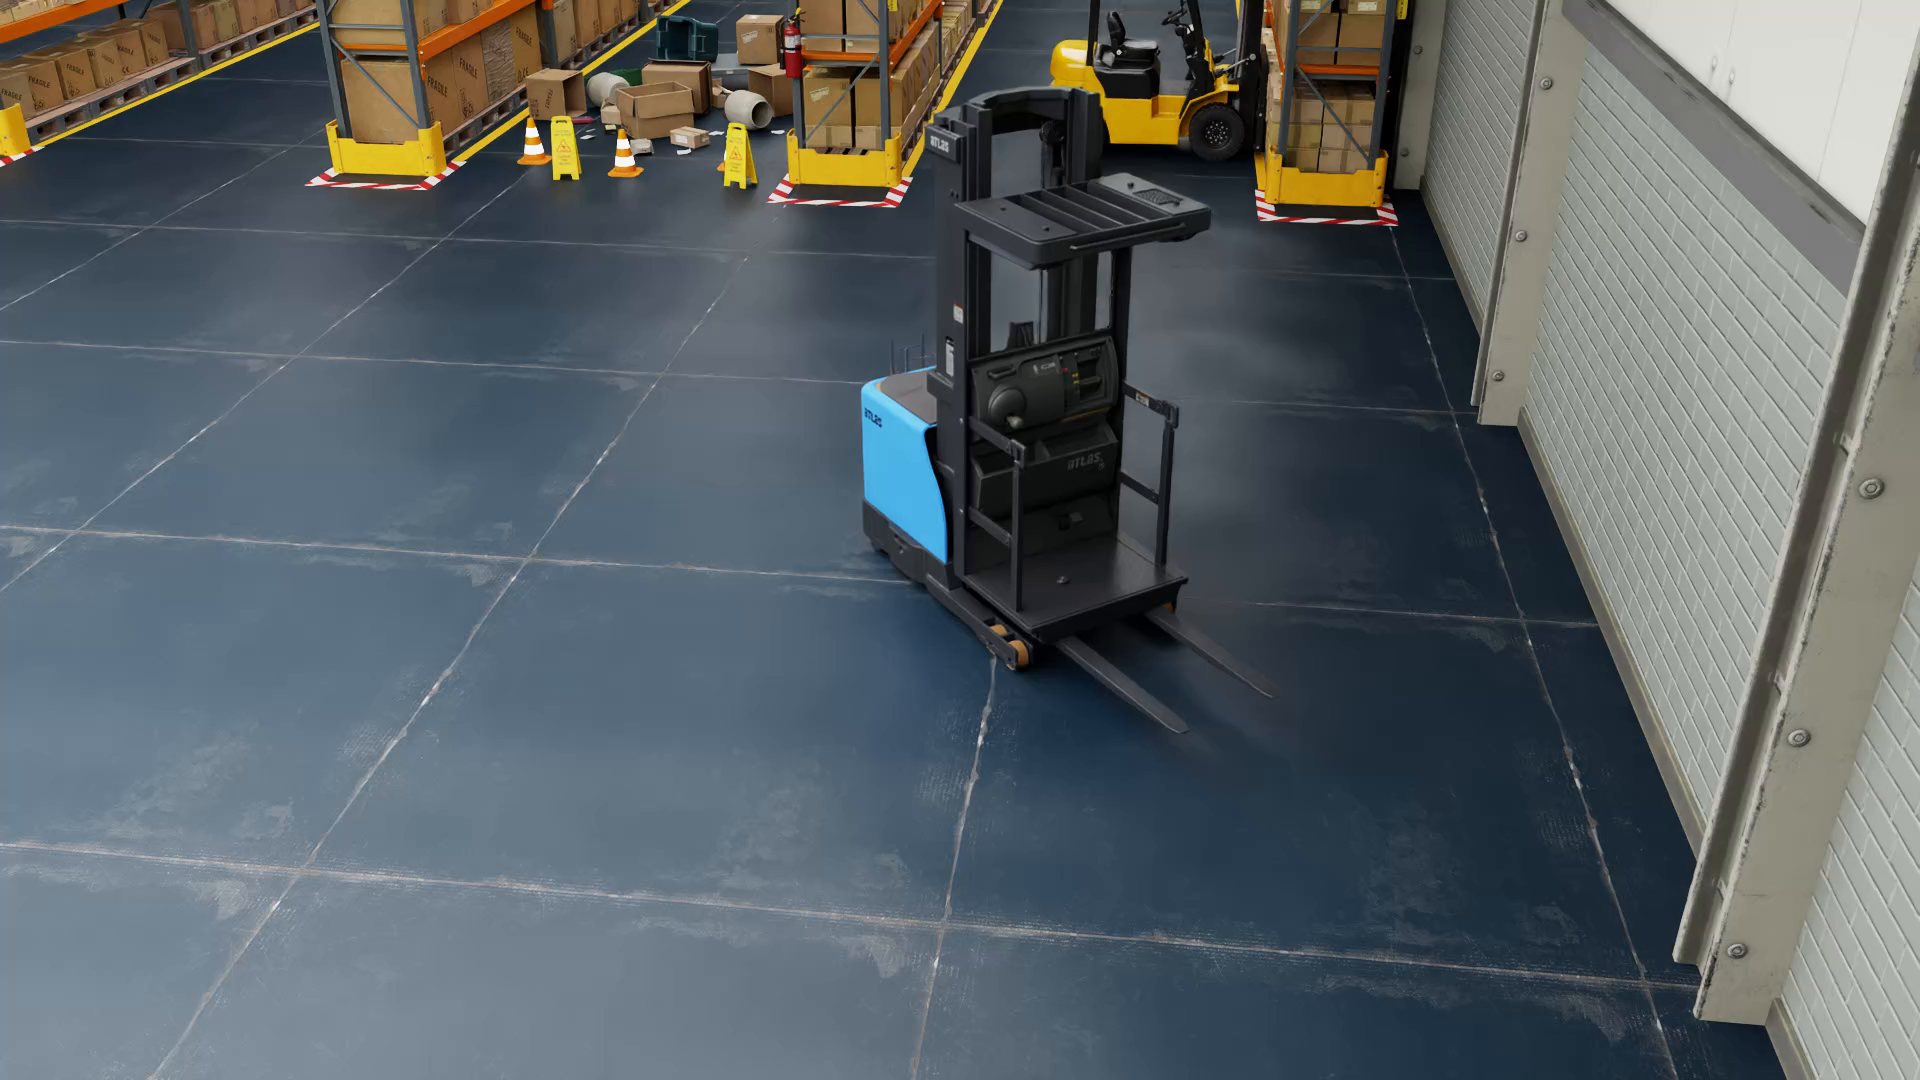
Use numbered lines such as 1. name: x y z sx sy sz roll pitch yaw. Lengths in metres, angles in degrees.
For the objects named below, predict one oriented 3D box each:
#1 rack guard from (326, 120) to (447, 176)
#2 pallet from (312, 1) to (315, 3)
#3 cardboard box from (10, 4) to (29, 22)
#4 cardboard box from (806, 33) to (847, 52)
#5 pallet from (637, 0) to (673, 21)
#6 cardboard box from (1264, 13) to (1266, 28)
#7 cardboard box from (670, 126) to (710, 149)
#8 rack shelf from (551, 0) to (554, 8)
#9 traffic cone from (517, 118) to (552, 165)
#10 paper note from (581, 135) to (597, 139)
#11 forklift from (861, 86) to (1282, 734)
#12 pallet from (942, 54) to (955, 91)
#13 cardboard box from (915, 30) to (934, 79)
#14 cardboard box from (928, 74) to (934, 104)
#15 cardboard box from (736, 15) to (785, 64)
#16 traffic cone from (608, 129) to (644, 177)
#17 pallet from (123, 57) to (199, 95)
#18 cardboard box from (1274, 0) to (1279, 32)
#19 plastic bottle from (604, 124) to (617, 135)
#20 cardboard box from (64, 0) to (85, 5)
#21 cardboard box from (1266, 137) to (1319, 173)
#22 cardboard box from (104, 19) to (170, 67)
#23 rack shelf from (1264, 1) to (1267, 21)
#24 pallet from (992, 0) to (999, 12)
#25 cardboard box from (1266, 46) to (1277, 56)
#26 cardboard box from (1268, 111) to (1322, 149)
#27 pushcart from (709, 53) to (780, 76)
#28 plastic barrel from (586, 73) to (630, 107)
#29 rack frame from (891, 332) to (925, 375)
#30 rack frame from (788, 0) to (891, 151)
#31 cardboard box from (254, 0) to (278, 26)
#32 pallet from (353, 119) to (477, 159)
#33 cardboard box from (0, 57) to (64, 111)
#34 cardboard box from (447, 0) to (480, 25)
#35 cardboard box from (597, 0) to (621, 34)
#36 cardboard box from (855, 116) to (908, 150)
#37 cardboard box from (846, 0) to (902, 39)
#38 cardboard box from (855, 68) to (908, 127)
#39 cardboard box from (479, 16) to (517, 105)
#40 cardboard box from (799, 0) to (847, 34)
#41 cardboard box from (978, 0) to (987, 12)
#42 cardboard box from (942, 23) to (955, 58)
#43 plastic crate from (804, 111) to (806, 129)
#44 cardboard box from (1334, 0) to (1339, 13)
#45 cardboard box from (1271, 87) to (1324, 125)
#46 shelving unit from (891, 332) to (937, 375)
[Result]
1. rack guard: -6.147 -4.214 17.836 1.175 0.500 0.348 3 28 6
2. pallet: -9.902 -8.566 26.220 1.003 0.211 1.213 3 28 6
3. cardboard box: -10.687 -5.904 18.604 0.380 0.149 0.250 3 28 6
4. cardboard box: -1.385 -5.163 17.228 0.380 0.149 0.250 4 29 8
5. pallet: -5.066 -8.231 25.598 1.003 0.211 1.213 3 28 6
6. cardboard box: 4.354 -6.432 21.379 0.875 0.625 0.625 3 28 6
7. cardboard box: -3.063 -4.564 18.857 0.380 0.149 0.250 20 34 32
8. rack shelf: -5.409 -7.833 22.677 1.077 0.370 4.000 3 28 6
9. traffic cone: -4.669 -4.376 18.177 0.336 0.463 0.334 3 28 6
10. paper note: -4.272 -4.637 19.120 0.144 0.017 0.142 14 31 24
11. forklift: 0.587 -0.823 8.979 1.130 2.935 3.031 -16 32 -27
12. pallet: -0.635 -6.107 21.656 1.003 0.211 1.213 3 28 6
13. cardboard box: -0.595 -5.739 19.698 0.500 0.500 0.500 4 29 7
14. cardboard box: -0.590 -5.397 19.854 0.500 0.250 0.500 3 28 5
15. cardboard box: -2.499 -6.290 20.893 0.500 0.500 0.500 3 28 6
16. traffic cone: -3.590 -4.150 17.758 0.336 0.463 0.334 3 28 6
17. pallet: -10.611 -5.998 21.453 1.003 0.211 1.213 3 28 6
18. cardboard box: 3.694 -5.812 18.062 0.500 0.500 0.500 4 29 7
19. plastic bottle: -4.072 -4.787 19.363 0.133 0.061 0.283 -6 29 -11
20. cardboard box: -10.502 -6.371 19.471 0.380 0.149 0.250 3 28 6
21. cardboard box: 3.452 -4.013 17.284 0.500 0.250 0.500 4 29 7
22. cardboard box: -10.653 -6.443 21.531 0.500 0.500 0.500 3 28 5
23. rack shelf: 4.443 -7.306 21.700 1.077 0.370 4.000 3 28 6
24. pallet: 0.085 -8.563 26.214 1.003 0.211 1.213 3 28 6
25. cardboard box: 3.705 -5.412 18.826 0.500 0.250 0.500 4 29 8
26. cardboard box: 3.457 -4.240 17.180 0.500 0.250 0.500 3 28 6
27. pushcart: -2.998 -5.923 21.138 1.648 0.377 0.936 -6 29 -11
28. plastic barrel: -4.270 -5.451 20.214 0.421 0.421 0.512 -24 36 -37
29. rack frame: -0.328 -0.743 10.656 0.240 1.200 0.006 -16 32 -27
30. rack frame: -1.219 -5.085 16.819 1.000 3.000 0.127 3 28 6
31. cardboard box: -10.254 -7.675 23.797 0.700 0.500 0.500 6 29 10
32. pallet: -6.123 -4.479 18.633 1.003 0.211 1.213 3 28 6
33. cardboard box: -10.922 -5.322 19.451 0.500 0.500 0.500 11 30 19
34. cardboard box: -5.904 -6.085 18.517 0.875 0.550 0.550 3 28 6
35. cardboard box: -5.431 -7.592 23.402 1.050 0.750 0.750 4 29 7
36. cardboard box: -0.845 -4.423 18.046 0.500 0.250 0.500 3 28 6
37. cardboard box: -0.885 -5.467 17.108 0.500 0.500 0.500 3 28 5
38. cardboard box: -0.843 -4.765 17.889 0.500 0.500 0.500 2 28 4
39. cardboard box: -5.907 -5.741 19.834 0.875 0.875 0.875 4 29 7
40. cardboard box: -1.426 -5.532 17.228 0.500 0.500 0.500 3 28 5
41. cardboard box: -0.071 -8.421 24.808 0.875 0.875 0.875 3 28 6
42. cardboard box: -0.582 -6.582 21.924 0.950 0.372 0.625 5 29 9
43. plastic crate: -1.735 -4.991 19.723 0.402 0.080 0.583 -6 29 -11
44. cardboard box: 4.086 -5.306 17.123 0.500 0.500 0.500 4 29 8
45. cardboard box: 3.455 -4.448 17.038 0.500 0.250 0.500 4 29 8
46. shelving unit: -0.280 -0.706 10.587 0.258 1.200 0.189 -16 32 -27
